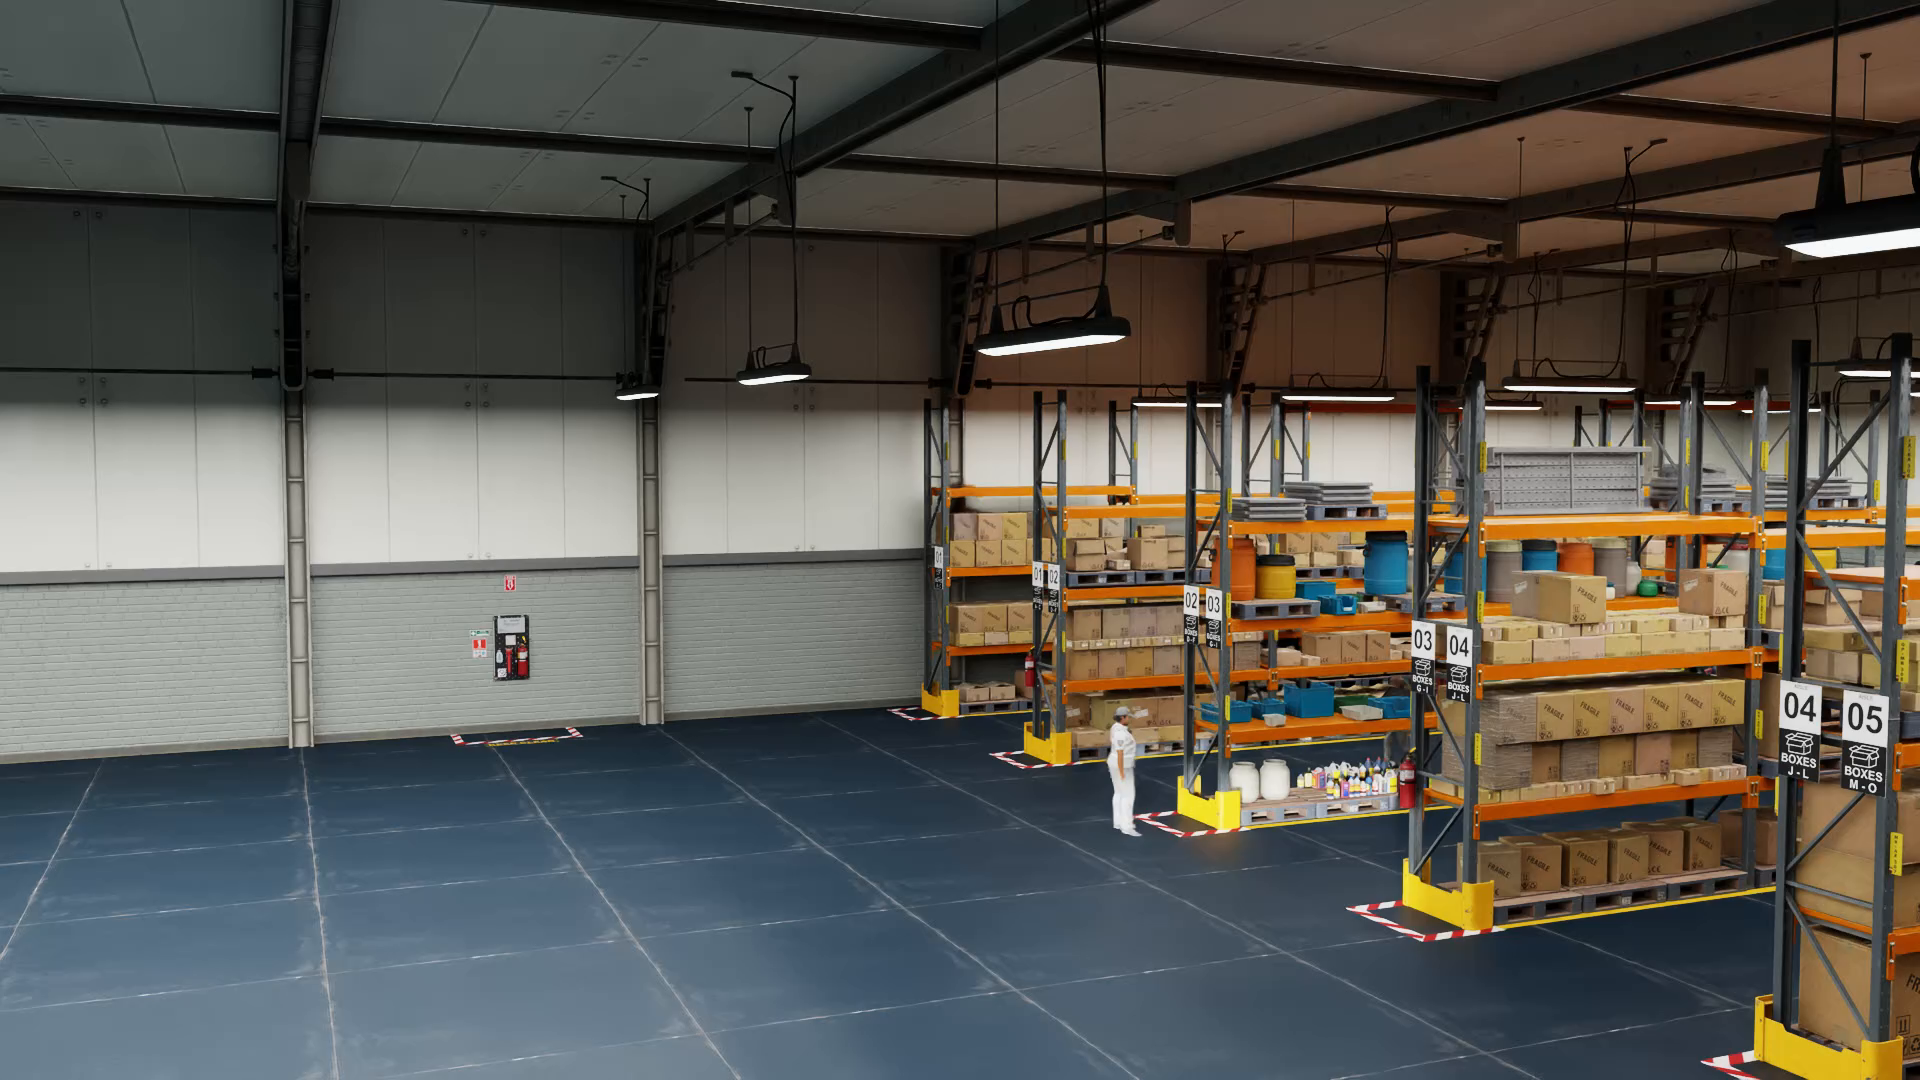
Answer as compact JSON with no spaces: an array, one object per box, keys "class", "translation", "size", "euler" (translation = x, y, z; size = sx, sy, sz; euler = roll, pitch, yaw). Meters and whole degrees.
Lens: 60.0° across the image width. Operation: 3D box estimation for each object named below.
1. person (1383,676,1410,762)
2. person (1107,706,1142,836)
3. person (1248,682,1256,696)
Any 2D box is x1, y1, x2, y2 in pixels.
[{"class":"person","translation":[6.798,2.864,25.686],"size":[0.889,1.542,0.406],"euler":[1,3,9]},{"class":"person","translation":[2.181,3.059,22.053],"size":[0.430,1.710,0.545],"euler":[0,3,-2]},{"class":"person","translation":[5.470,2.470,31.813],"size":[0.964,1.649,0.534],"euler":[-2,4,-29]}]
